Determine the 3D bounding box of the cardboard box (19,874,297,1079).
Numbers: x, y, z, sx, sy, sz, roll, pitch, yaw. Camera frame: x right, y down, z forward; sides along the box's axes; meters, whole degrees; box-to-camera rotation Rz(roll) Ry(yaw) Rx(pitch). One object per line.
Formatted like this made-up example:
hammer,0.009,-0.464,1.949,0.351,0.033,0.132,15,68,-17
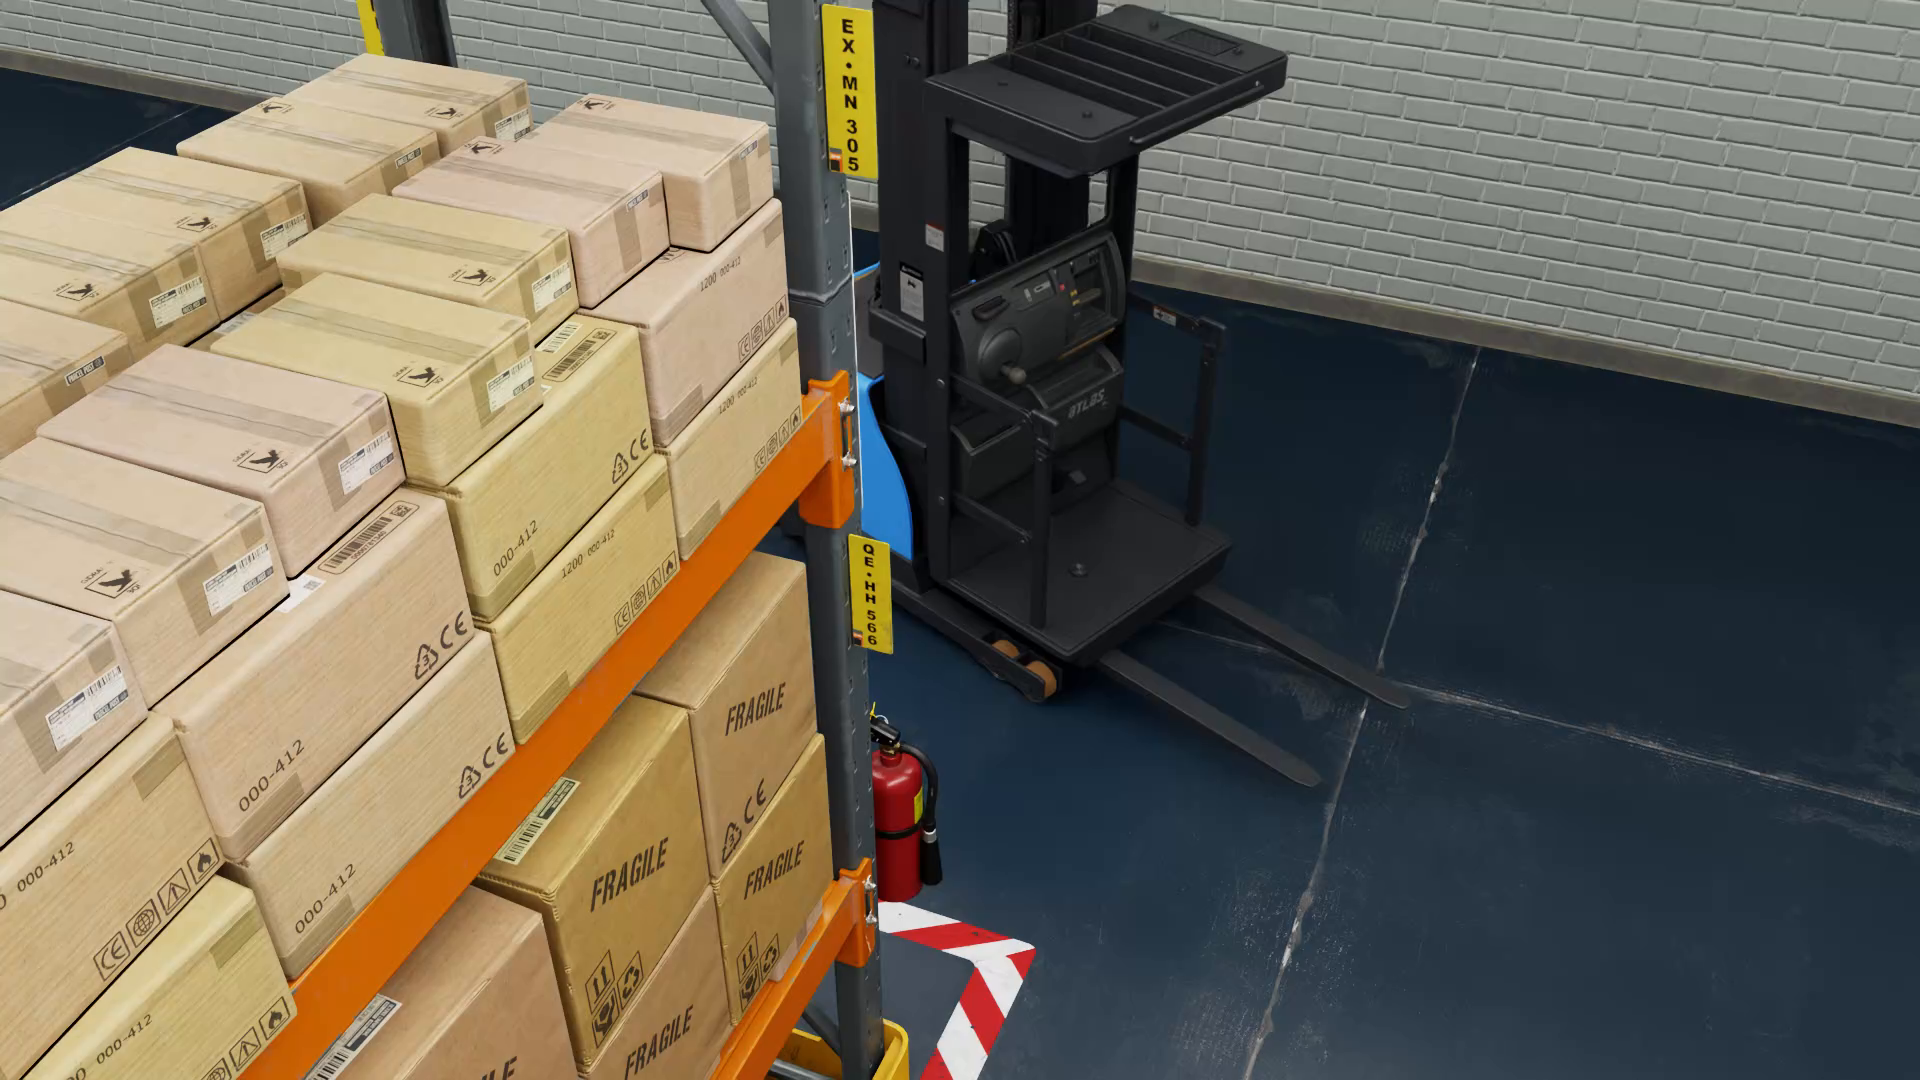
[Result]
cardboard box,-1.212,0.606,2.053,0.500,0.250,0.500,16,40,20

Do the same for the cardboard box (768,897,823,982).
cardboard box,-0.574,0.927,4.215,0.380,0.149,0.250,14,39,18

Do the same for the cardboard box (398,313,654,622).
cardboard box,-0.844,-0.164,2.666,0.500,0.250,0.500,13,39,17

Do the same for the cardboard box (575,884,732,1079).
cardboard box,-0.845,1.013,3.557,0.500,0.500,0.500,13,39,17

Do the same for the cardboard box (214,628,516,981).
cardboard box,-1.028,0.308,2.453,0.500,0.250,0.500,16,39,20

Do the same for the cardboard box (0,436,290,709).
cardboard box,-1.082,0.033,2.070,0.380,0.149,0.250,15,39,19

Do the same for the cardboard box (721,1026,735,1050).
cardboard box,-0.703,1.056,4.042,0.380,0.149,0.250,14,39,18

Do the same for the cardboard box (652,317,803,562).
cardboard box,-0.639,-0.248,3.196,0.500,0.250,0.500,13,39,17

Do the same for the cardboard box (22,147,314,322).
cardboard box,-1.329,-0.522,2.812,0.380,0.149,0.250,14,39,18

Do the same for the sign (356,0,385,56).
sign,-1.213,-1.094,3.473,0.100,0.325,0.005,14,39,18

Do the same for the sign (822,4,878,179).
sign,-0.205,-0.837,3.120,0.100,0.325,0.005,14,39,18

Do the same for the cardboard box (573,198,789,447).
cardboard box,-0.651,-0.447,3.045,0.500,0.250,0.500,13,39,16

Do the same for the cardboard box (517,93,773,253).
cardboard box,-0.566,-0.669,3.009,0.380,0.149,0.250,14,39,17

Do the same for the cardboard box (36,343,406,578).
cardboard box,-1.000,-0.115,2.268,0.380,0.149,0.250,13,39,17

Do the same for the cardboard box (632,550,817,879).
cardboard box,-0.655,0.332,3.634,0.500,0.500,0.500,13,39,17

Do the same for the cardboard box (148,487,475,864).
cardboard box,-1.042,0.119,2.288,0.500,0.250,0.500,14,39,18

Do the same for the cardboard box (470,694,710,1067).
cardboard box,-0.848,0.612,3.259,0.500,0.500,0.500,13,39,16

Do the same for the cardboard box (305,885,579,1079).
cardboard box,-1.037,0.902,2.871,0.500,0.500,0.500,16,40,20

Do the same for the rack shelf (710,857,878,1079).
rack shelf,-1.472,1.977,3.201,1.077,0.370,4.000,14,39,18

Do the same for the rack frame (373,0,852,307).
rack frame,-0.711,-1.822,2.671,1.000,3.000,0.127,14,39,18

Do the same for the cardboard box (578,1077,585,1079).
cardboard box,-1.029,1.296,3.178,0.500,0.500,0.500,14,39,18

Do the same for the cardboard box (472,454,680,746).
cardboard box,-0.827,0.036,2.816,0.500,0.250,0.500,14,39,18

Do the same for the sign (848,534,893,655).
sign,-0.205,0.128,3.842,0.100,0.325,0.005,14,39,18

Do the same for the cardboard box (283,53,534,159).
cardboard box,-1.045,-0.793,3.174,0.380,0.149,0.250,14,39,17

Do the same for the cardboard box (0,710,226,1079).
cardboard box,-1.245,0.396,1.917,0.500,0.250,0.500,12,38,16

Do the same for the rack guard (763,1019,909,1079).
rack guard,-0.740,1.624,5.159,1.175,0.500,0.348,14,39,18

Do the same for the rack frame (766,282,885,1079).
rack frame,-0.711,0.581,4.467,1.000,3.000,0.127,14,39,18

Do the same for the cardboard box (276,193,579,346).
cardboard box,-0.847,-0.413,2.666,0.380,0.149,0.250,13,39,16

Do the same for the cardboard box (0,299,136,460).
cardboard box,-1.423,-0.221,2.409,0.380,0.149,0.250,15,39,19

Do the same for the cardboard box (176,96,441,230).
cardboard box,-1.158,-0.656,2.991,0.380,0.149,0.250,15,39,20

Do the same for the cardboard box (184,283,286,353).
cardboard box,-1.316,-0.287,2.831,0.500,0.250,0.500,13,39,17

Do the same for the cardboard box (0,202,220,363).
cardboard box,-1.422,-0.388,2.632,0.380,0.149,0.250,14,39,18

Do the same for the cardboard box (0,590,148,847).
cardboard box,-1.172,0.178,1.876,0.380,0.149,0.250,13,39,16

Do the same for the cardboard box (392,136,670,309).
cardboard box,-0.730,-0.550,2.850,0.380,0.149,0.250,14,39,18

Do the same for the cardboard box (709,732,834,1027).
cardboard box,-0.644,0.729,3.937,0.500,0.500,0.500,15,39,19

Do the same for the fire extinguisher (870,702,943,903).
fire extinguisher,-0.188,0.727,4.648,0.296,0.674,0.183,14,39,18

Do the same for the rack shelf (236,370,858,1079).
rack shelf,-1.472,0.775,2.303,1.077,0.370,4.000,14,39,18

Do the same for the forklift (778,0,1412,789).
forklift,0.473,-0.859,6.452,1.130,2.935,3.031,-31,47,-34

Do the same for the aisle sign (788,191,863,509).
aisle sign,-0.406,-0.432,3.651,0.394,0.787,0.004,14,39,18

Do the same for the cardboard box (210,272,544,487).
cardboard box,-0.847,-0.242,2.437,0.380,0.149,0.250,14,39,18

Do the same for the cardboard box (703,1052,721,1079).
cardboard box,-0.784,1.198,3.851,0.380,0.149,0.250,13,39,17
